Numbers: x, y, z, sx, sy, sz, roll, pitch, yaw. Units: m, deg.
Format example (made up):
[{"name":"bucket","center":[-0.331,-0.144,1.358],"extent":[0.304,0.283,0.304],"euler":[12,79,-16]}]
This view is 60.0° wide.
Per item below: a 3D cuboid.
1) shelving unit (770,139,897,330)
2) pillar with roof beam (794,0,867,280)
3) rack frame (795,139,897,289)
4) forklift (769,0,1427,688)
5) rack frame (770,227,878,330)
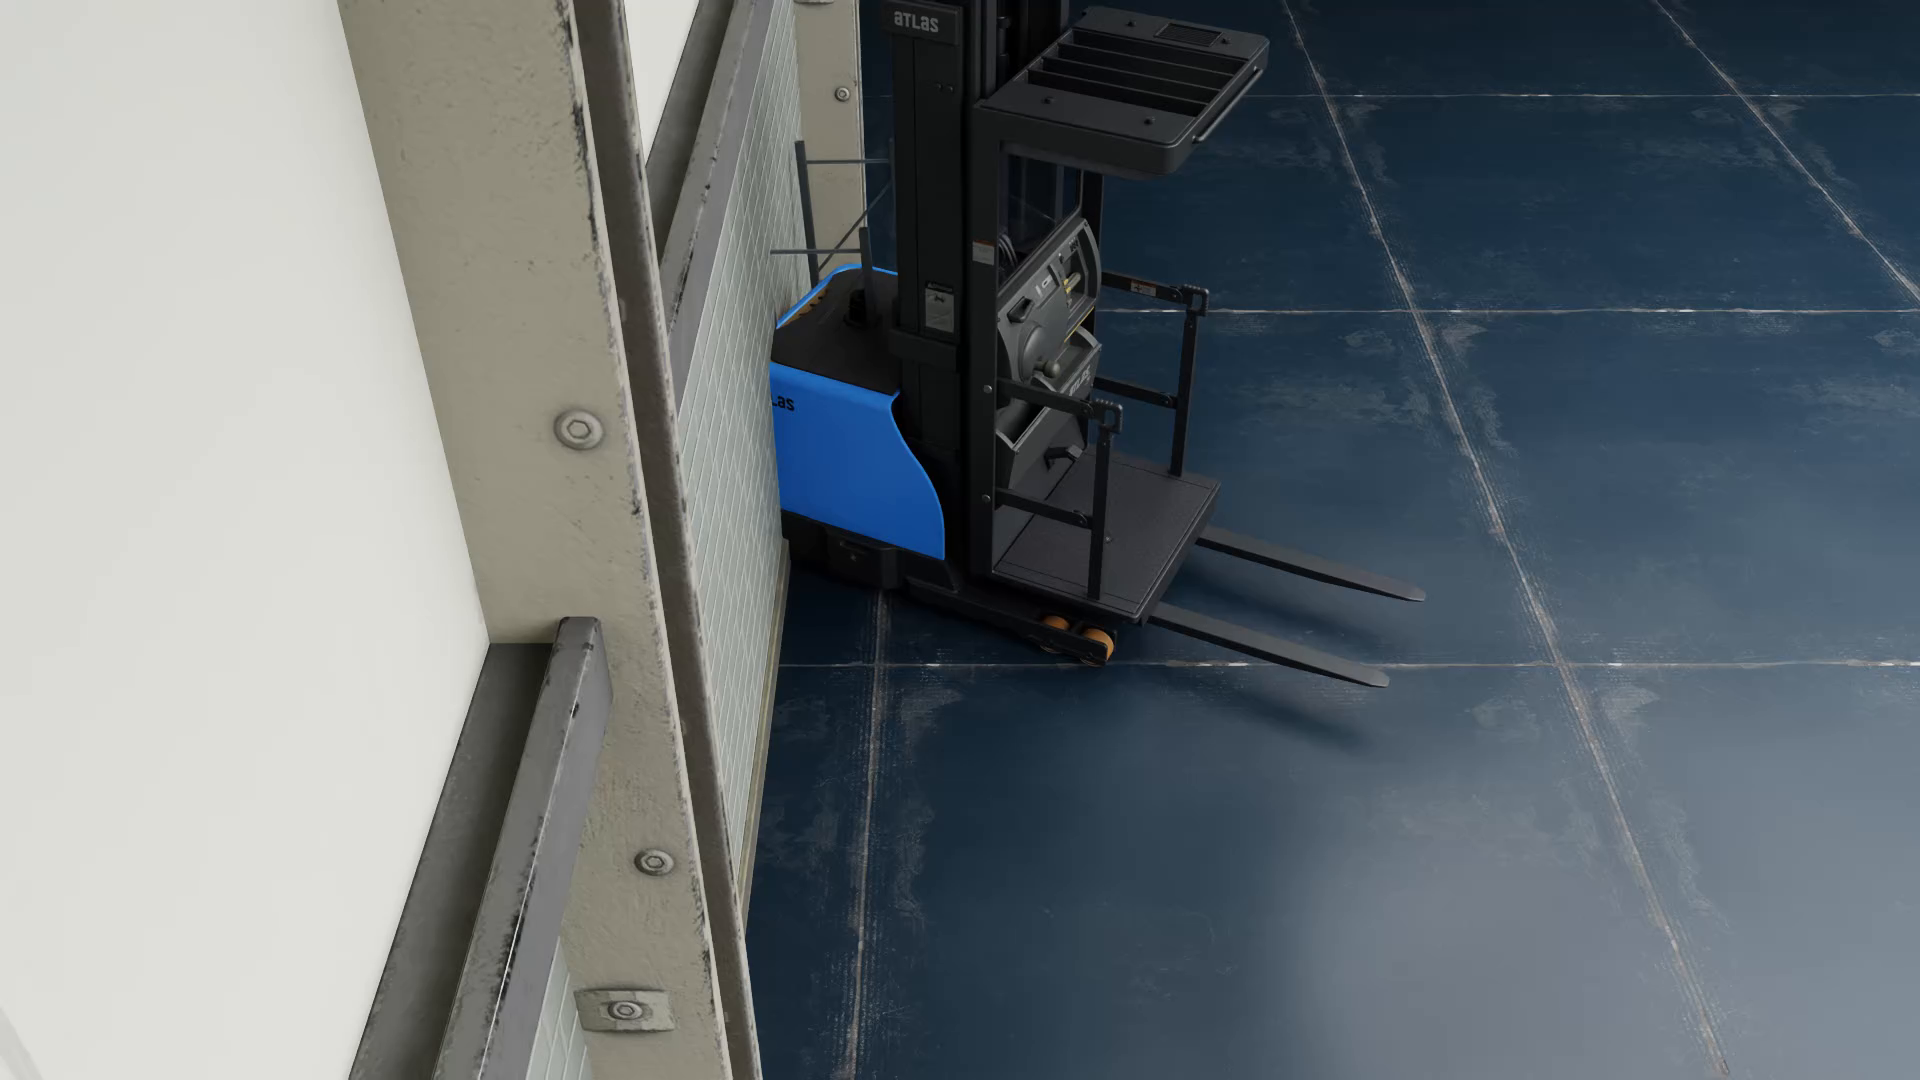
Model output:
[{"name":"shelving unit","center":[-0.555,-1.010,8.008],"extent":[0.587,1.500,1.083],"euler":[0,35,6]},{"name":"pillar with roof beam","center":[3.619,-4.841,6.840],"extent":[9.100,9.000,0.400],"euler":[0,39,0]},{"name":"rack frame","center":[-0.507,-1.306,8.430],"extent":[0.500,1.500,0.032],"euler":[0,35,6]},{"name":"forklift","center":[0.559,-0.970,6.862],"extent":[3.031,2.935,1.130],"euler":[17,42,20]},{"name":"rack frame","center":[-0.601,-0.725,7.601],"extent":[0.500,1.500,0.032],"euler":[0,35,6]}]
